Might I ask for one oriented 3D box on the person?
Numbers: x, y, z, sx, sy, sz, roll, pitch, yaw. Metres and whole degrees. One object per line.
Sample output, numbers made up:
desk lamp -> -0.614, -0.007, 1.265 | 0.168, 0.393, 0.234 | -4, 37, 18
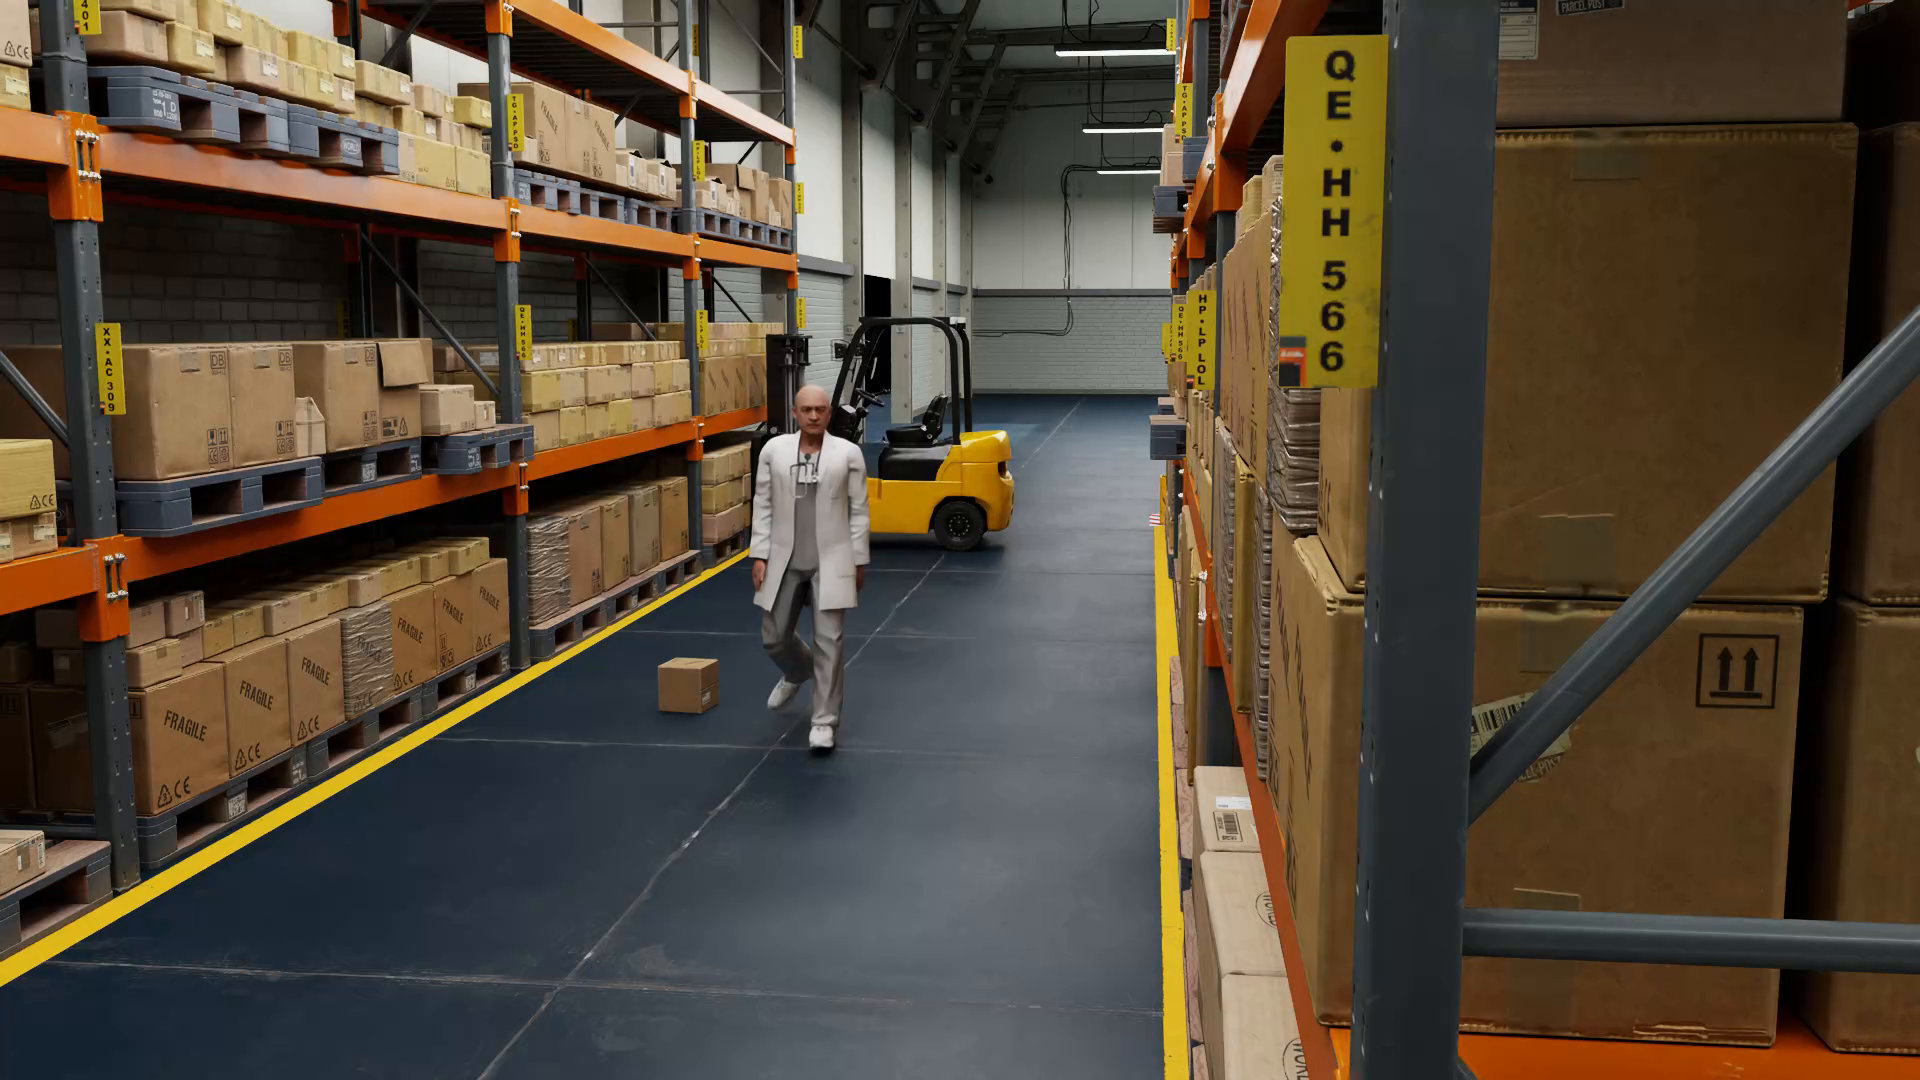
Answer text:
person -> -0.742, 0.158, 8.337 | 0.602, 1.669, 0.774 | 1, 7, 4
